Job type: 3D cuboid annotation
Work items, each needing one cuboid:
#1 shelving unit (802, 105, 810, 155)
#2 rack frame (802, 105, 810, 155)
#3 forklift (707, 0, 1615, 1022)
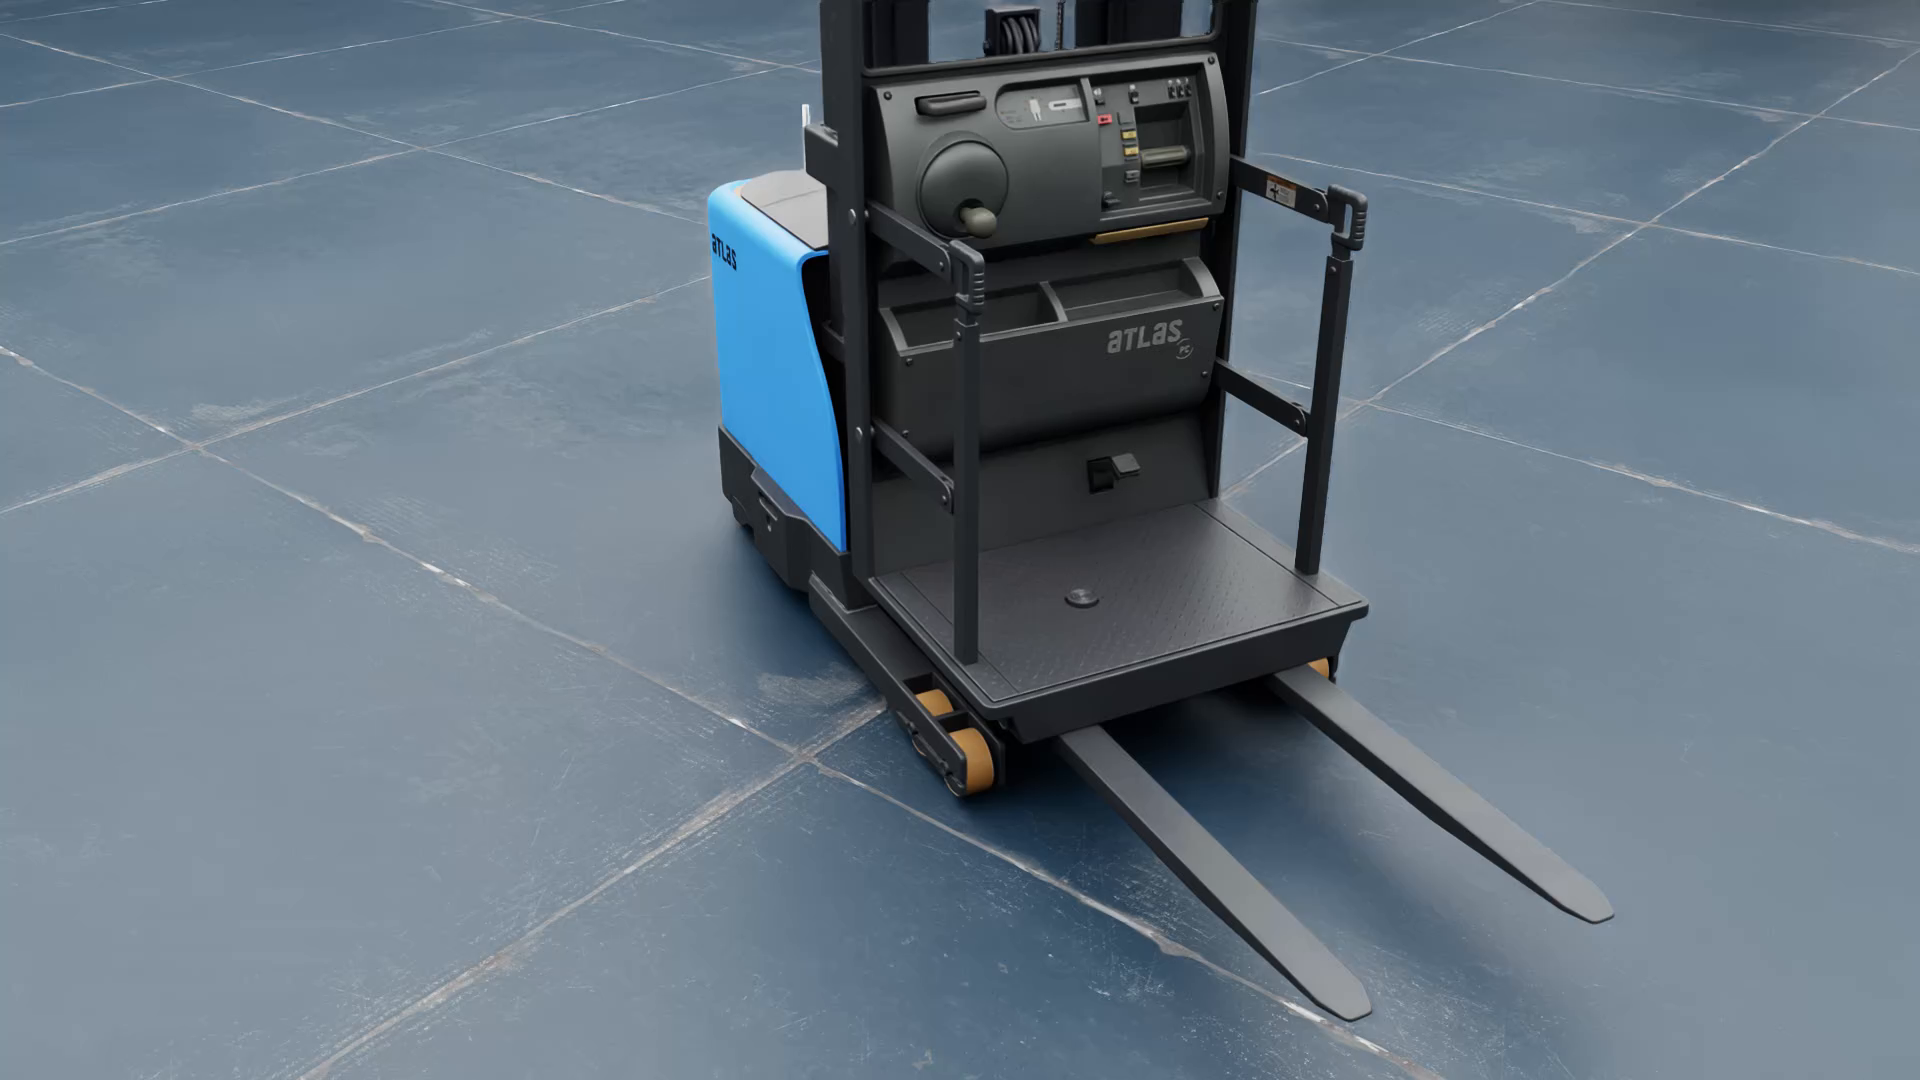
[{"bbox_3d":[-0.228,-0.866,5.618,0.503,1.200,0.258,-13,30,-23],"label":"shelving unit"},{"bbox_3d":[-0.446,-0.816,5.521,0.015,1.200,0.240,-13,30,-23],"label":"rack frame"},{"bbox_3d":[0.337,-0.910,3.820,1.130,2.935,3.031,-13,30,-23],"label":"forklift"}]
